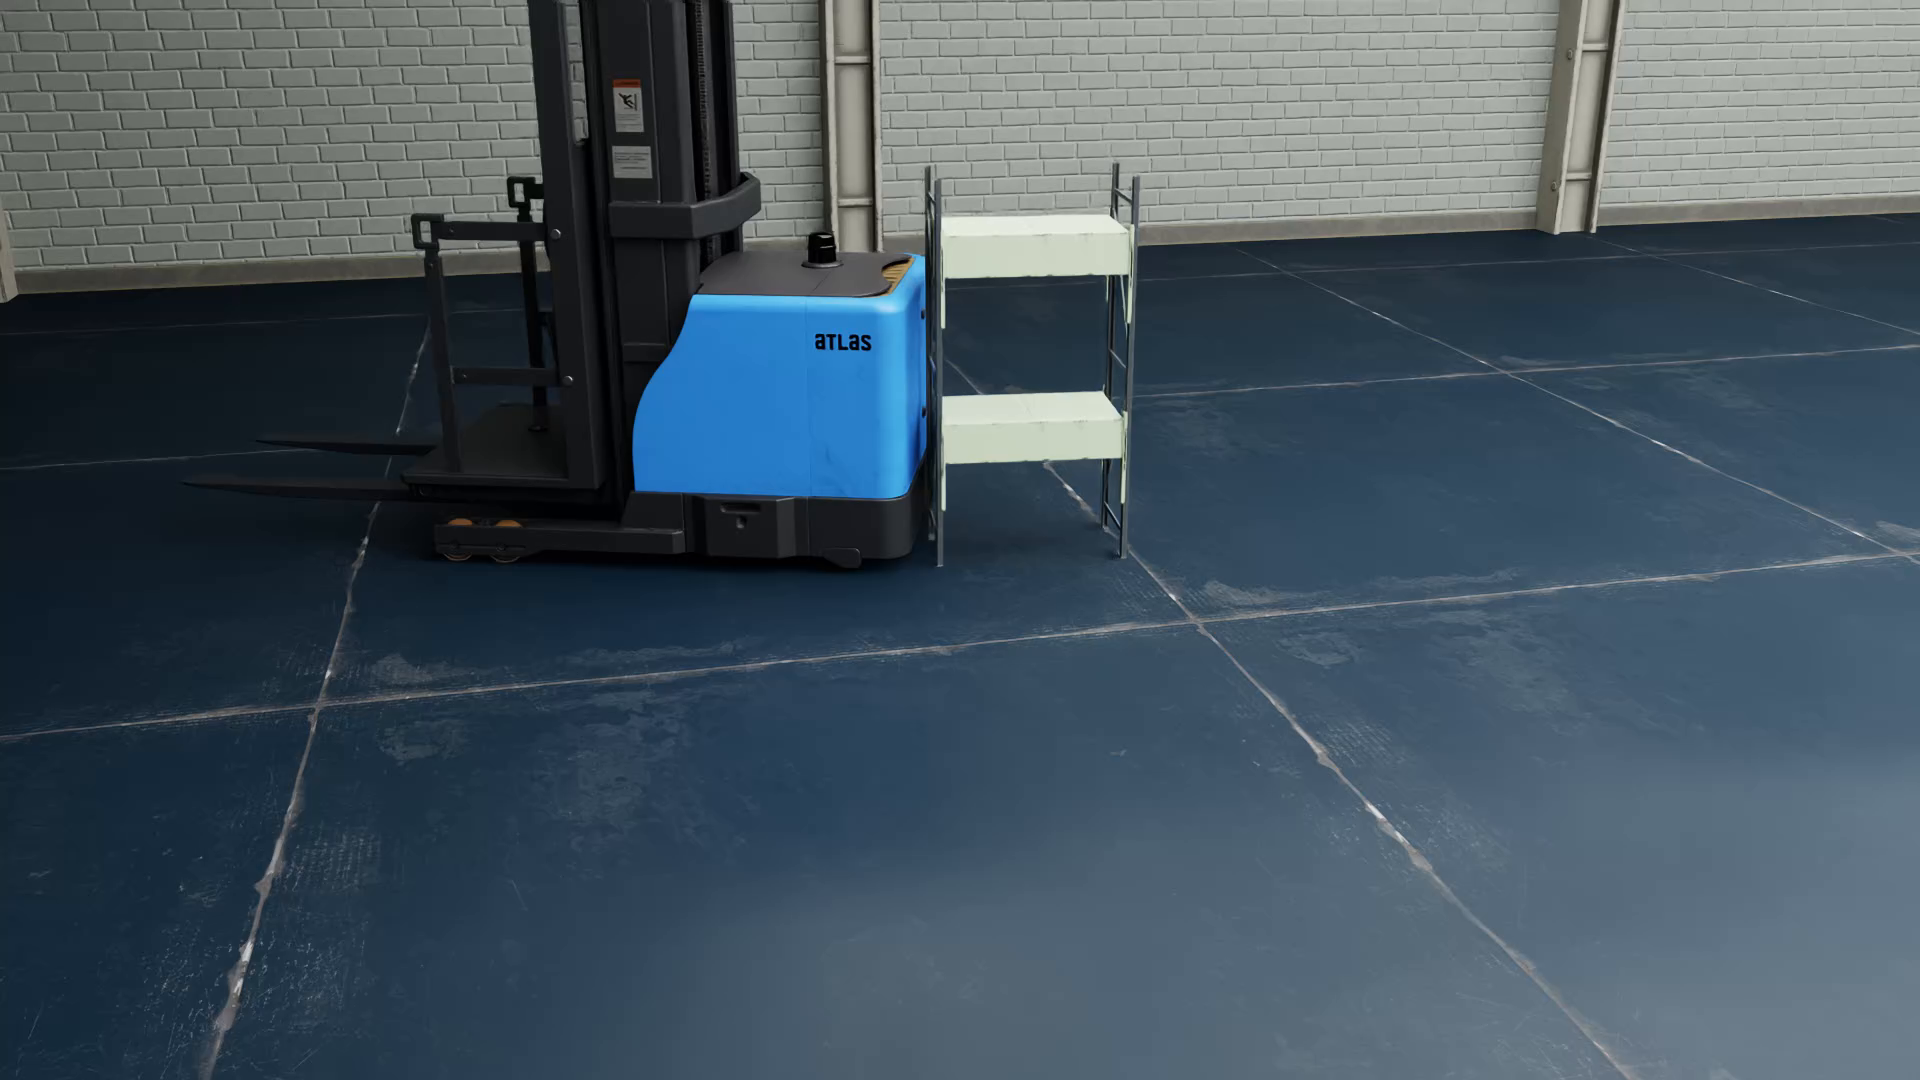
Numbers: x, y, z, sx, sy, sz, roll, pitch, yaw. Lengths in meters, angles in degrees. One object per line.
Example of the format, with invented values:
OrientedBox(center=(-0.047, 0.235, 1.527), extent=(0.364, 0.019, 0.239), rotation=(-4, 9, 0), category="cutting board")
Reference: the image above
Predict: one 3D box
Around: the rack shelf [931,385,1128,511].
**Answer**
OrientedBox(center=(0.262, -0.372, 6.597), extent=(0.720, 0.370, 0.431), rotation=(-2, 20, -6), category="rack shelf")

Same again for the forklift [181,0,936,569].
OrientedBox(center=(-1.654, -1.463, 6.548), extent=(3.031, 2.935, 1.130), rotation=(2, 20, 6), category="forklift")

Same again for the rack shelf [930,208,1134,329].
OrientedBox(center=(0.262, -1.044, 6.351), extent=(0.720, 0.370, 0.431), rotation=(-2, 20, -6), category="rack shelf")

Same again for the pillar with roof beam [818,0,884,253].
OrientedBox(center=(0.193, -4.892, 7.087), extent=(0.400, 9.000, 9.100), rotation=(-5, 21, -12), category="pillar with roof beam")

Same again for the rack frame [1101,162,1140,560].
OrientedBox(center=(0.626, -0.693, 6.526), extent=(0.023, 1.500, 0.400), rotation=(-2, 20, -6), category="rack frame")

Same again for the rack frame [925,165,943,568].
OrientedBox(center=(-0.101, -0.663, 6.444), extent=(0.023, 1.500, 0.400), rotation=(-2, 20, -6), category="rack frame")

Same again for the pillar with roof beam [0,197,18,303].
OrientedBox(center=(-5.646, -4.417, 5.791), extent=(0.400, 9.000, 9.100), rotation=(-5, 21, -12), category="pillar with roof beam")

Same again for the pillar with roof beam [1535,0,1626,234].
OrientedBox(center=(6.032, -5.367, 8.383), extent=(0.400, 9.000, 9.100), rotation=(-5, 21, -12), category="pillar with roof beam")

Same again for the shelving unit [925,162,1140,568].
OrientedBox(center=(0.262, -0.678, 6.485), extent=(0.755, 1.500, 0.431), rotation=(-2, 20, -6), category="shelving unit")
